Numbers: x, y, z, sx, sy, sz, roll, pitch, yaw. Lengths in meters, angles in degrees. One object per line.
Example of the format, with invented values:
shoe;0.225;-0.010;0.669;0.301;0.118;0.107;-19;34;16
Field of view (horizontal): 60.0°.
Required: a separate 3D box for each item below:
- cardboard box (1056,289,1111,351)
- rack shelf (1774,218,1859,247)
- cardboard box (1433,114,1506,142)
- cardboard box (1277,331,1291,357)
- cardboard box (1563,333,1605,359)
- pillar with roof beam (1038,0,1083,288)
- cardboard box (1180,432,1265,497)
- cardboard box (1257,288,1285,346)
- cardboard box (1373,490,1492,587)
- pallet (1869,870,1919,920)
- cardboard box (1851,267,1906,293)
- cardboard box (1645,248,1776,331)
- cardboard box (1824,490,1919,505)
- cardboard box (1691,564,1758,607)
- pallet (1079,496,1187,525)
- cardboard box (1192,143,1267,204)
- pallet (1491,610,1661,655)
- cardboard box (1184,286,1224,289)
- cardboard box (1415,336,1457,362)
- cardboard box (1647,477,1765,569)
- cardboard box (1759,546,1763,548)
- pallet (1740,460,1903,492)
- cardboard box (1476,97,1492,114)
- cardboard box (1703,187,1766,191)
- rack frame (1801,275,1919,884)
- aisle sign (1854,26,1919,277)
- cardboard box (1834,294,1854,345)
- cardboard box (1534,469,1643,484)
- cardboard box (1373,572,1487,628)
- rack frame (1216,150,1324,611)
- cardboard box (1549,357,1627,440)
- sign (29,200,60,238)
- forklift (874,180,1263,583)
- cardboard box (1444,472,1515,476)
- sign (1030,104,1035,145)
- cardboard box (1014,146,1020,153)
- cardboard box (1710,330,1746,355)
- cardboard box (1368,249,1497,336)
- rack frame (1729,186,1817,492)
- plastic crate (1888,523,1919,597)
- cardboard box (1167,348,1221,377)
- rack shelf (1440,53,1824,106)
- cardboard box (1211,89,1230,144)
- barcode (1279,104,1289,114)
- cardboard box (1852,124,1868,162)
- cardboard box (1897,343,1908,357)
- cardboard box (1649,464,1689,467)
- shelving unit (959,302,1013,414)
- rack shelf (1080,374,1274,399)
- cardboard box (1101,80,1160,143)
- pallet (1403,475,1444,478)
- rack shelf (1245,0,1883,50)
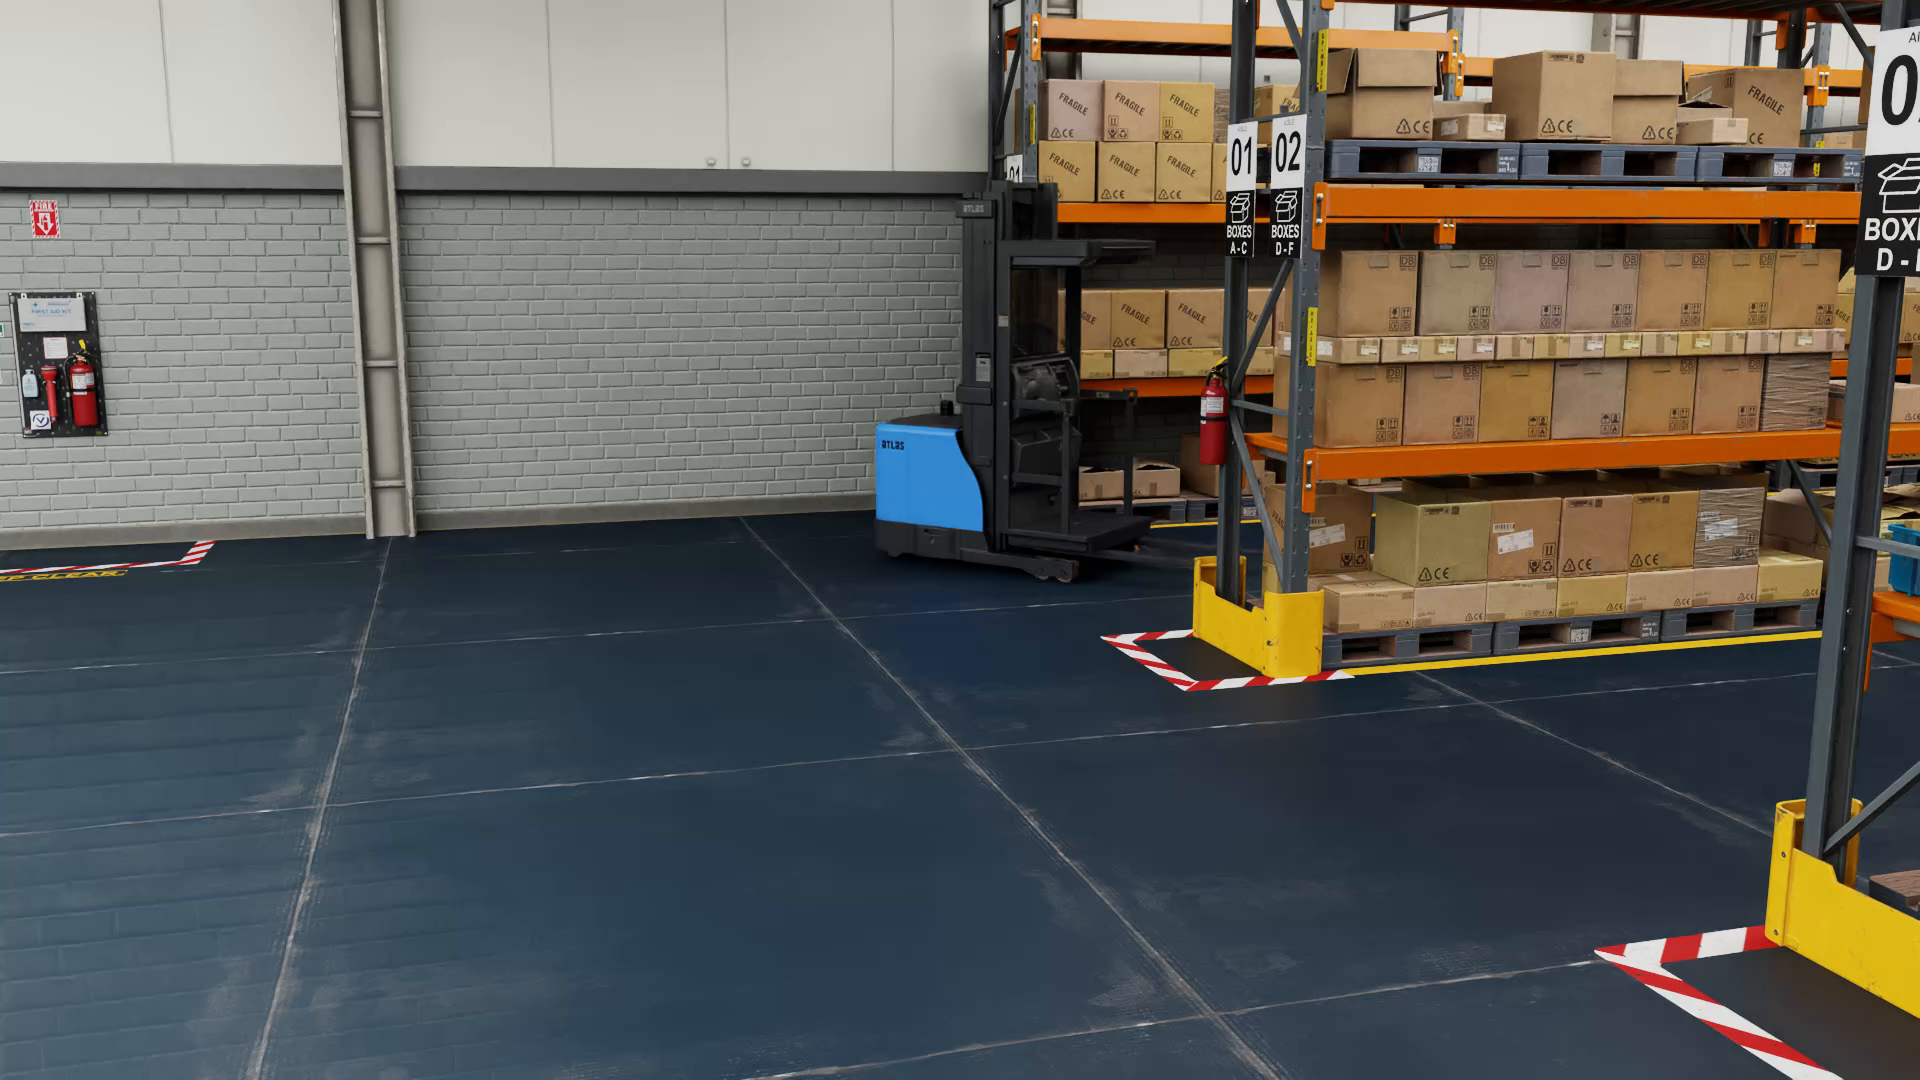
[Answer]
cardboard box;0.990;-1.917;14.460;0.500;0.500;0.500;-3;11;-16
rack shelf;7.596;-2.204;11.435;4.000;0.370;1.077;-3;11;-16
cardboard box;3.014;-2.435;9.850;0.250;0.149;0.380;-3;11;-16
cardboard box;2.149;-1.200;10.210;0.250;0.149;0.380;-3;11;-17
cardboard box;3.749;-1.207;10.251;0.250;0.149;0.380;-3;11;-15
pillar with roof beam;2.081;-4.028;11.070;0.400;9.000;9.100;-3;11;-16
cardboard box;2.403;-0.703;15.272;0.500;0.500;0.700;-4;11;-20
cardboard box;2.956;-2.020;15.020;0.500;0.500;0.500;-3;11;-18
cardboard box;2.892;-0.016;10.212;0.500;0.500;0.500;-3;11;-16
pallet;4.058;1.402;5.850;1.213;0.211;1.003;-3;11;-16
cardboard box;9.152;-2.624;16.792;0.500;0.250;0.500;-3;11;-17
cardboard box;4.767;-1.619;10.697;0.500;0.500;0.700;-3;11;-16
cardboard box;6.483;-0.209;11.783;0.500;0.311;0.500;-3;11;-14
cardboard box;4.809;0.250;10.841;0.500;0.250;0.500;-3;11;-16
pallet;1.310;-0.307;15.132;1.213;0.211;1.003;-3;11;-16
cardboard box;2.370;-3.226;14.670;0.500;0.500;0.500;-2;11;-12
pallet;3.727;0.485;10.826;1.213;0.211;1.003;-3;11;-16
cardboard box;2.305;-2.082;15.357;0.500;0.500;0.500;-3;11;-15
cardboard box;2.765;-1.156;9.972;0.250;0.149;0.380;-3;11;-16
cardboard box;4.809;-0.120;10.775;0.500;0.500;0.500;-3;11;-16
cardboard box;5.146;0.135;11.462;0.500;0.250;0.500;-3;11;-16
pallet;8.907;-0.700;17.266;1.213;0.211;1.003;-3;11;-16
cardboard box;3.401;-2.618;10.397;0.500;0.311;0.500;-2;11;-9
cardboard box;7.513;-3.403;16.150;0.500;0.311;0.500;-3;11;-16
rack frame;3.216;0.082;5.314;0.127;3.000;1.000;-3;11;-16
aisle sign;3.064;-1.244;5.339;0.004;0.787;0.394;-3;11;-16
cardboard box;8.667;-2.230;16.722;0.500;0.500;0.500;-3;11;-14
cardboard box;4.183;-0.185;11.128;0.500;0.500;0.500;-3;11;-16
cardboard box;2.892;0.352;10.282;0.500;0.250;0.500;-3;11;-16
rack frame;1.836;-0.779;9.992;0.127;3.000;1.000;-3;11;-16
cardboard box;3.773;-0.928;10.528;0.500;0.500;0.700;-3;11;-14
sign;-7.302;-2.561;13.268;0.199;0.298;0.001;-3;11;-16
forklift;0.830;-1.232;12.646;3.031;2.935;1.130;7;12;33
cardboard box;4.990;-0.869;16.173;0.500;0.500;0.700;-3;11;-14
sign;0.599;-3.451;13.806;0.005;0.325;0.100;-3;11;-16
cardboard box;0.777;-3.239;14.740;0.500;0.500;0.500;-2;11;-12
cardboard box;4.734;-1.259;10.534;0.250;0.149;0.380;-3;11;-16
cardboard box;2.842;-1.518;10.146;0.500;0.500;0.700;-3;11;-17
rack frame;8.129;-2.045;16.868;0.127;3.000;1.000;-3;11;-16
plastic crate;3.613;0.078;5.748;0.616;0.251;0.499;-3;11;-16
cardboard box;1.990;-1.599;14.806;0.500;0.250;0.500;-3;11;-17
rack shelf;6.208;-4.343;15.877;4.000;0.370;1.077;-3;11;-16
cardboard box;2.274;-3.808;15.068;0.500;0.500;0.500;-3;11;-16
barcode;1.991;-2.639;10.207;0.075;0.075;0.001;-3;11;-16
cardboard box;6.270;-2.619;10.956;0.500;0.250;0.500;-2;11;-10
cardboard box;9.486;-1.966;17.080;0.250;0.149;0.380;-3;11;-15
cardboard box;6.925;-0.980;16.776;0.500;0.500;0.700;-3;11;-16
shelving unit;0.305;-1.082;14.042;0.431;2.100;0.503;11;14;34
rack shelf;2.368;-1.387;15.284;4.000;0.370;1.077;-3;11;-16
cardboard box;1.381;-3.660;14.263;0.500;0.500;0.500;-3;11;-17
pallet;5.035;-0.511;16.236;1.213;0.211;1.003;-3;11;-16
rack shelf;3.756;-3.280;10.100;4.000;0.370;1.077;-3;11;-16
